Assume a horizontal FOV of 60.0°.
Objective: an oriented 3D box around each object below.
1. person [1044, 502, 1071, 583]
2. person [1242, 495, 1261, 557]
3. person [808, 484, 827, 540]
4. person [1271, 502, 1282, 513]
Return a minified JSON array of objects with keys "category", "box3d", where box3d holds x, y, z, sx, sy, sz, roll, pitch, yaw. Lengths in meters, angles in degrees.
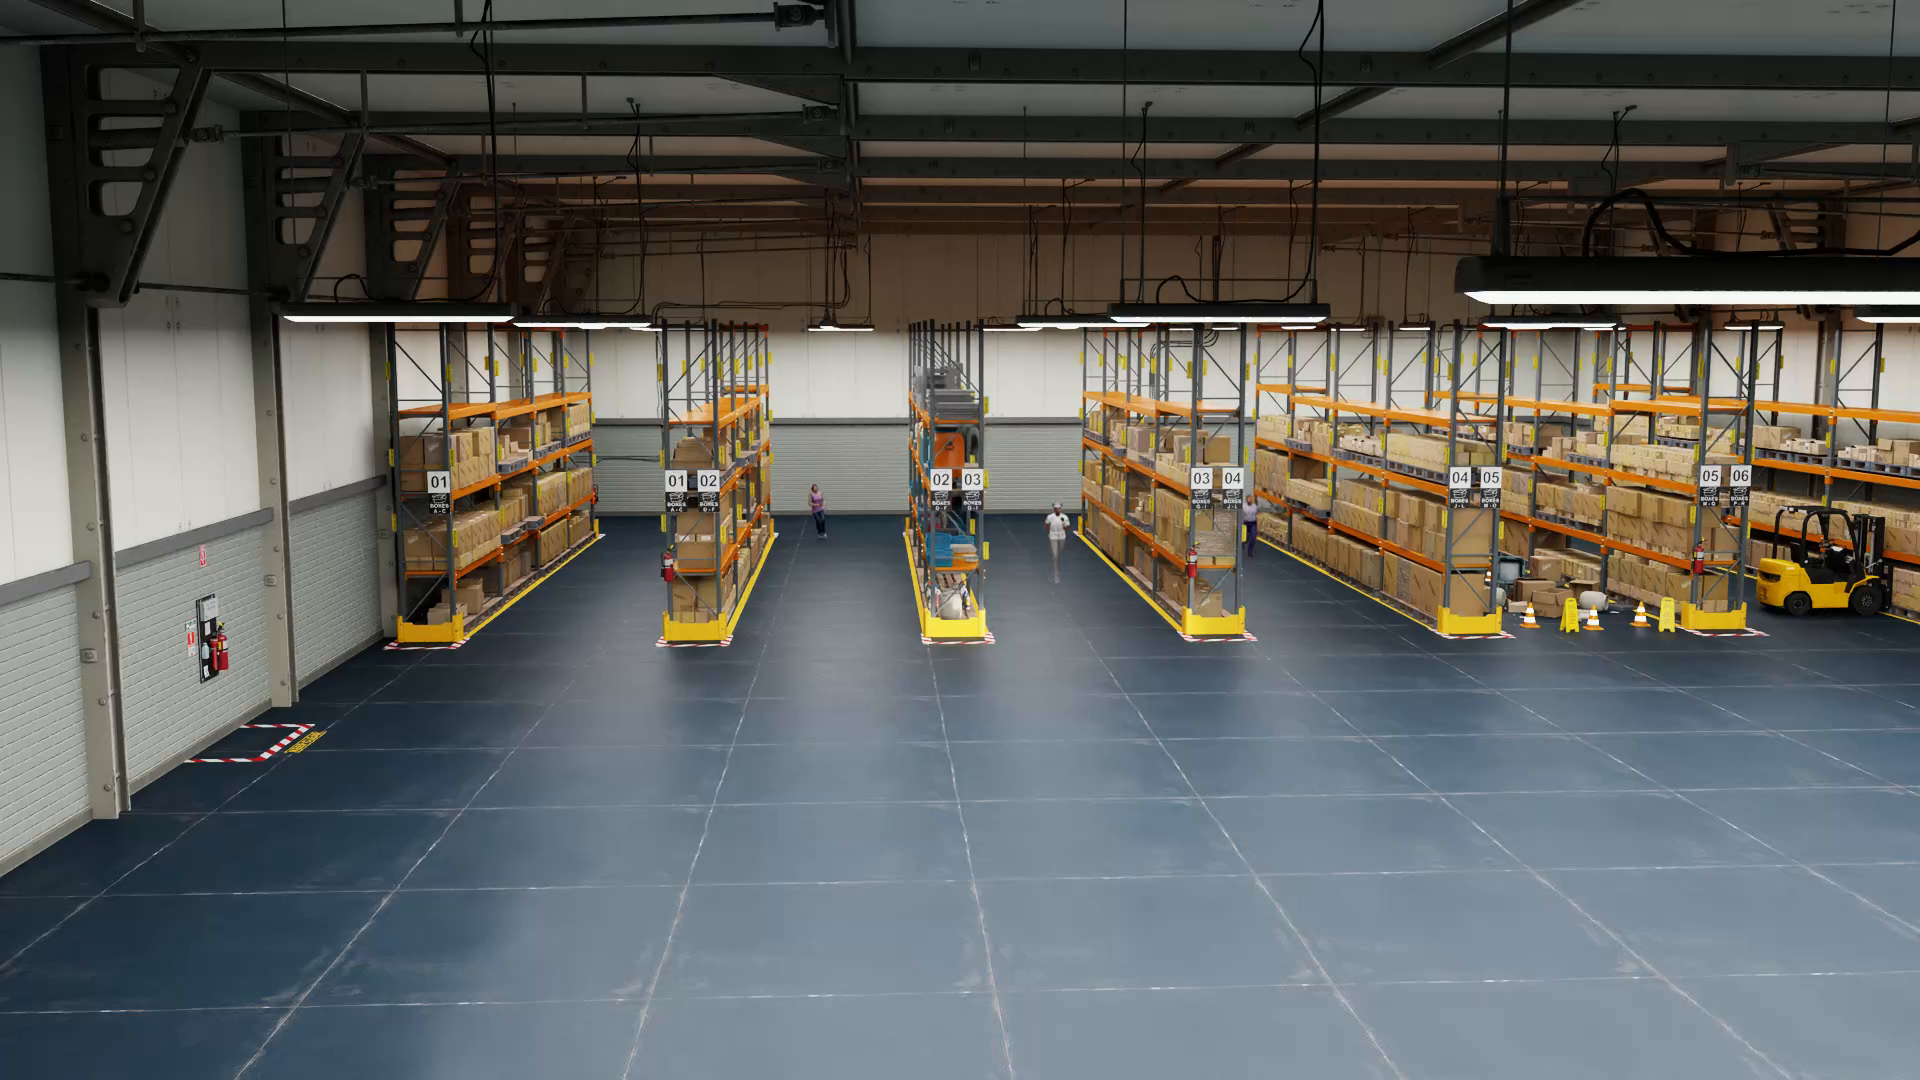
[{"category":"person","box3d":[2.186,0.027,37.064,0.553,1.772,0.752,-1,7,-9]},{"category":"person","box3d":[7.498,-0.369,43.040,0.620,1.580,0.671,0,7,-4]},{"category":"person","box3d":[-3.990,-0.800,46.496,0.528,1.560,0.617,-2,7,-19]},{"category":"person","box3d":[9.370,-1.140,49.105,0.877,1.605,0.538,-2,7,-18]}]
